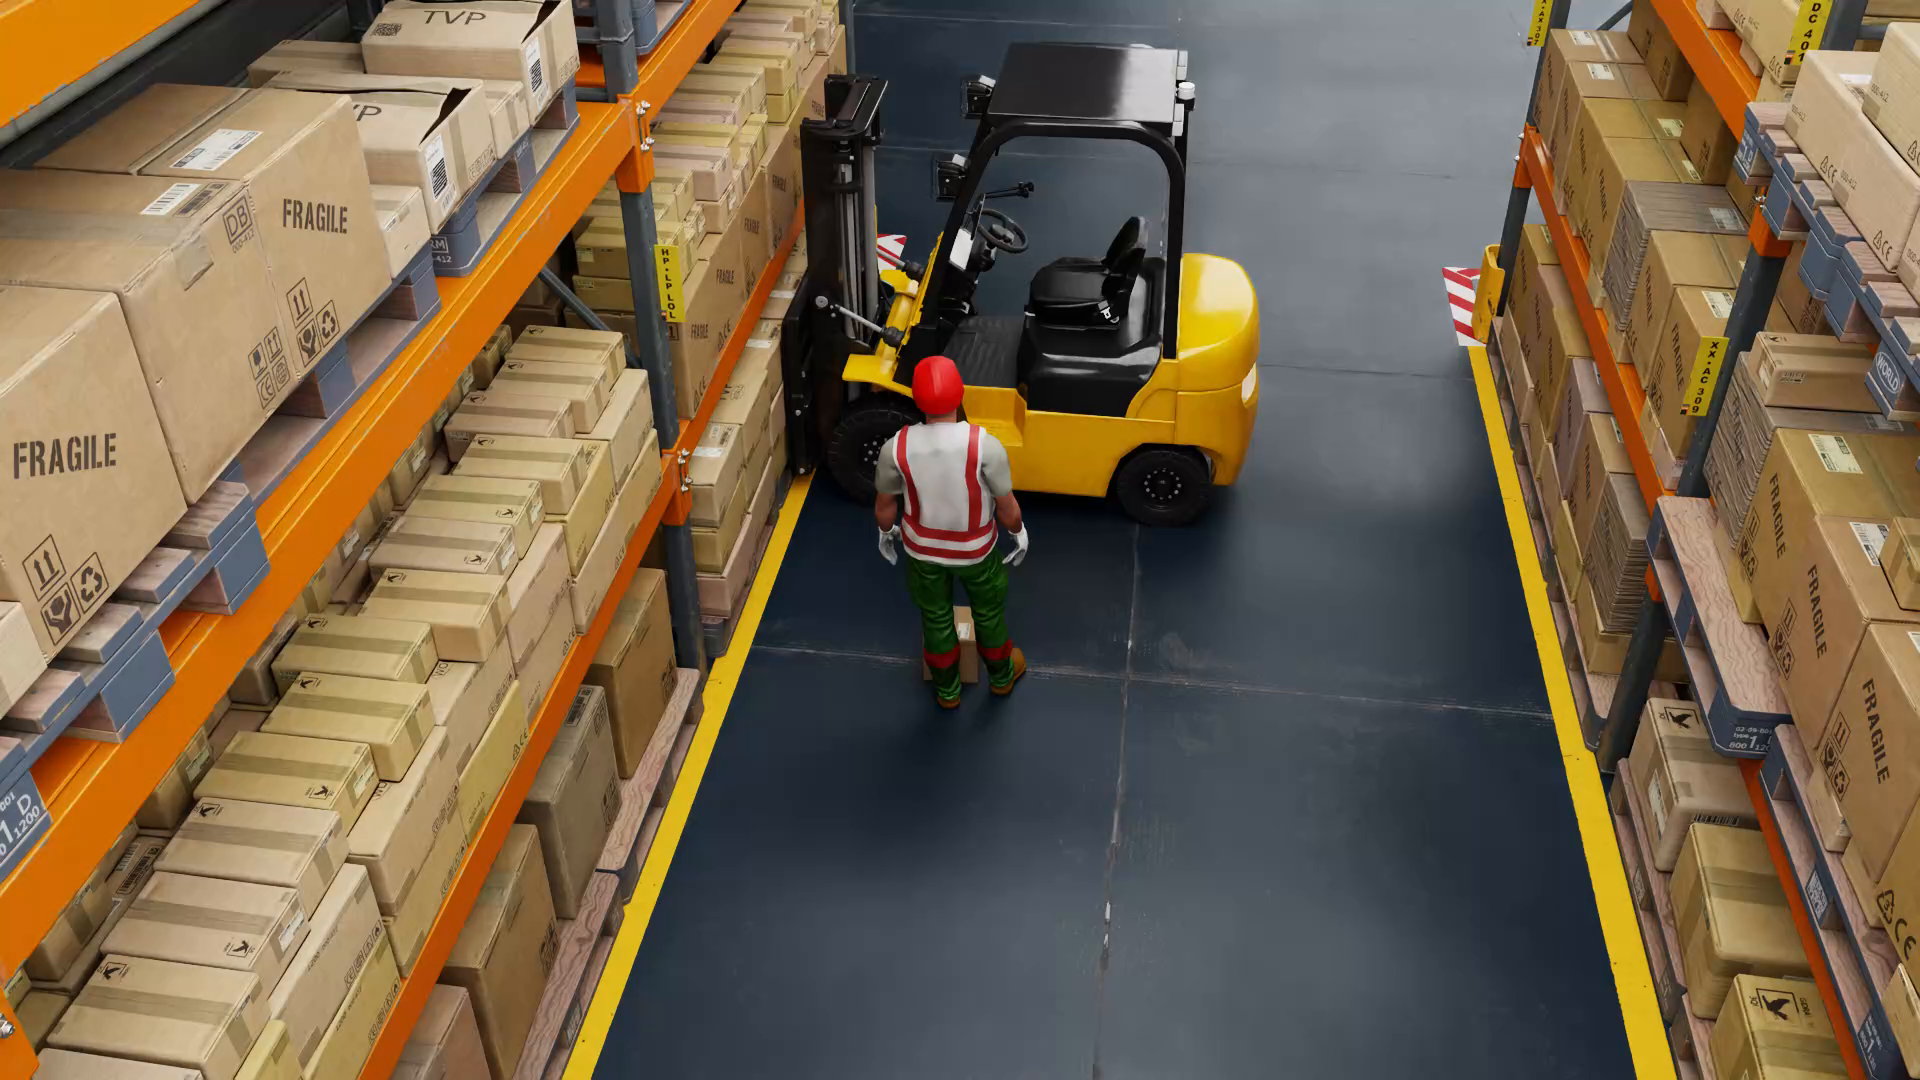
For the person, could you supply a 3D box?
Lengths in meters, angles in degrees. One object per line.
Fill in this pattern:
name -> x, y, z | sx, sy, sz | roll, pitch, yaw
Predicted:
person -> -0.024, -0.038, 7.057 | 0.638, 1.787, 0.565 | 4, 36, 6
